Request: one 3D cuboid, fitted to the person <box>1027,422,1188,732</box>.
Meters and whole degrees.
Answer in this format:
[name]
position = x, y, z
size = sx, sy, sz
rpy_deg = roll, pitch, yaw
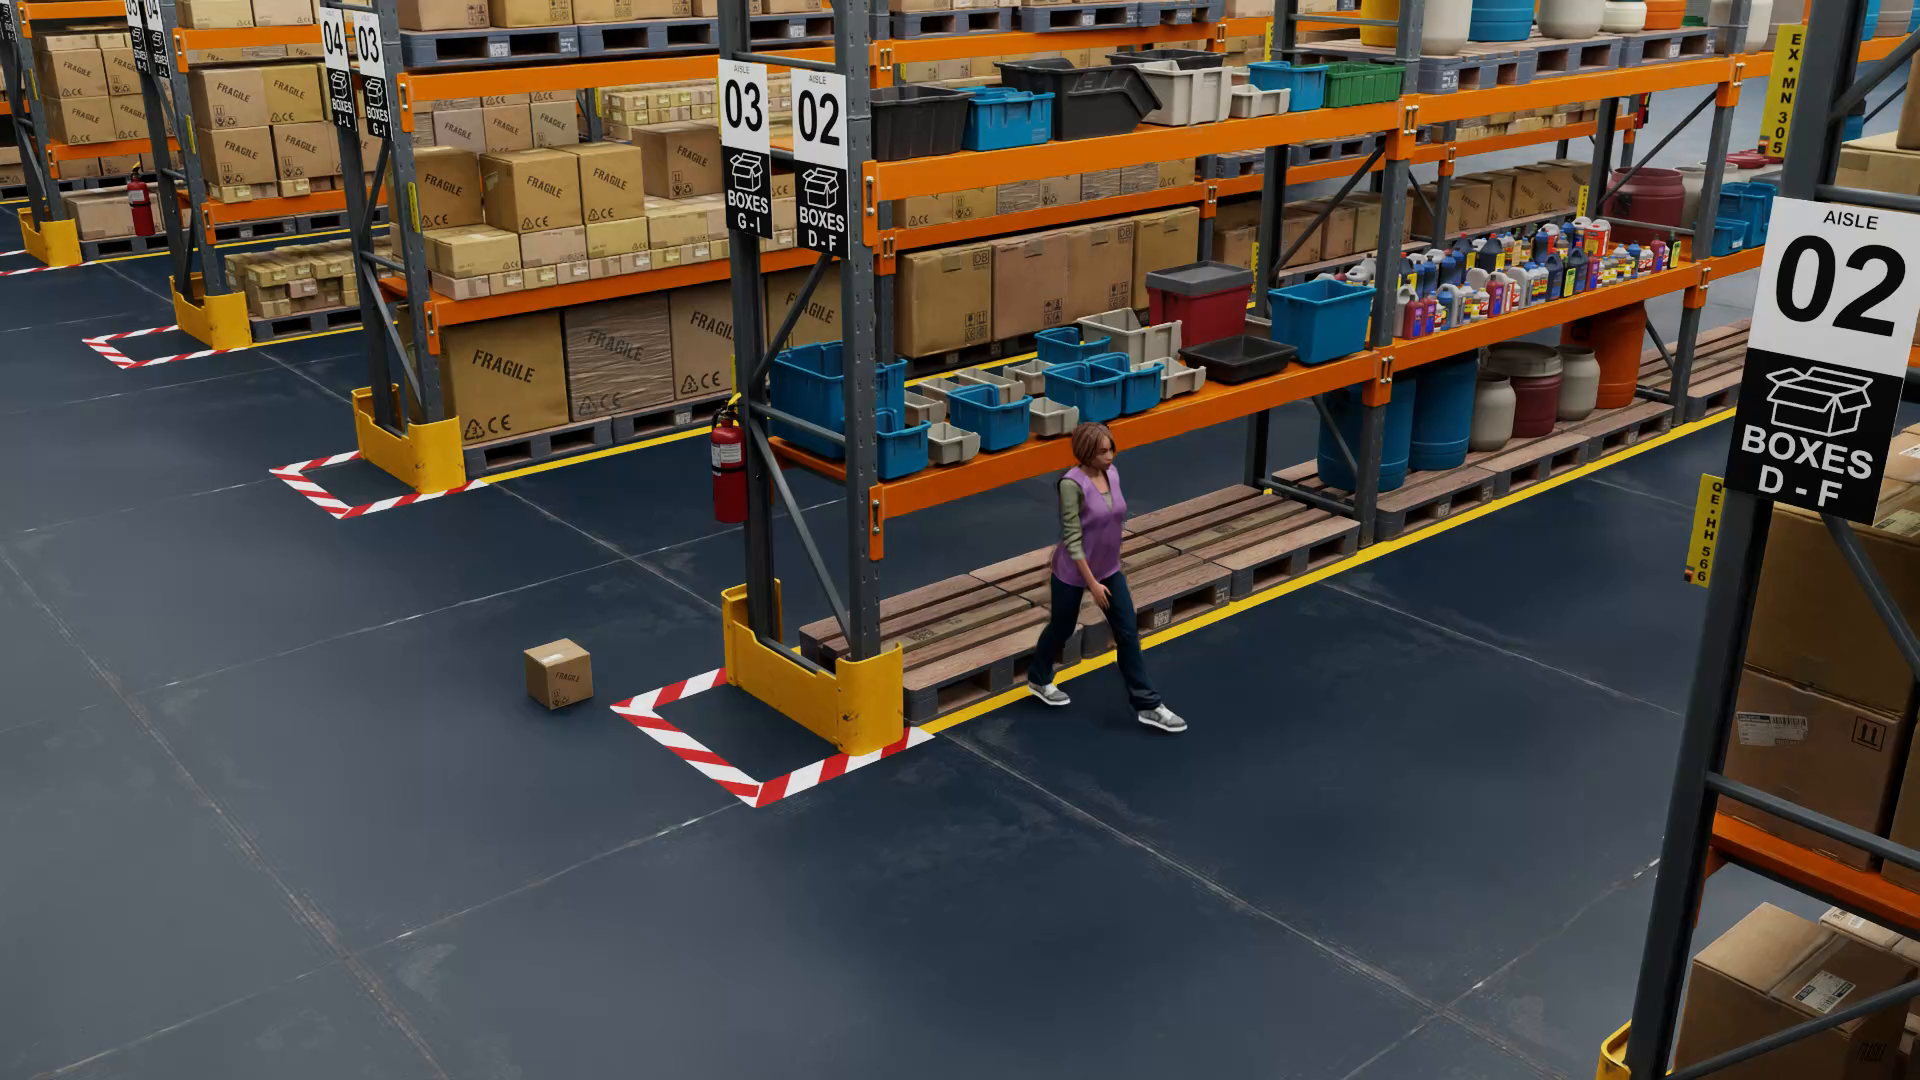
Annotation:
[person]
position = 0.692, 0.171, 8.133
size = 0.454, 1.553, 0.884
rpy_deg = -16, 26, -35
